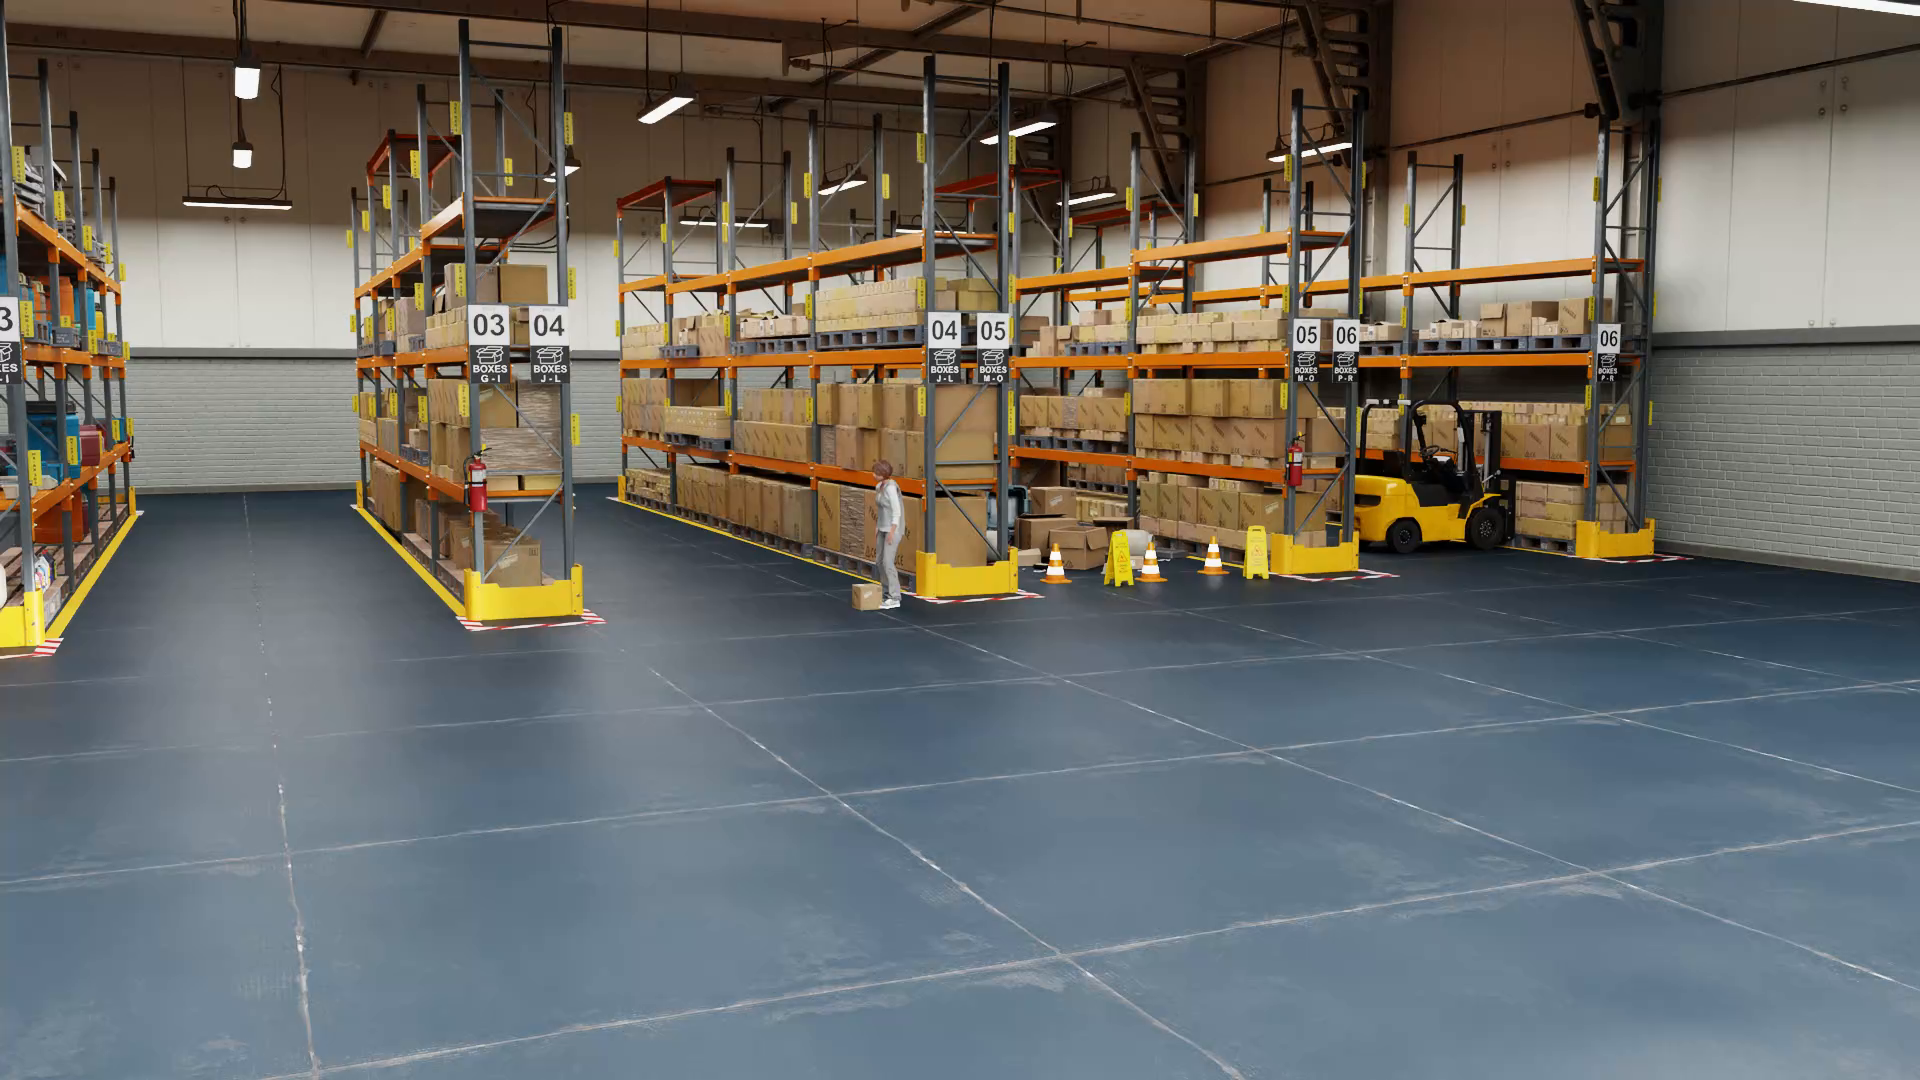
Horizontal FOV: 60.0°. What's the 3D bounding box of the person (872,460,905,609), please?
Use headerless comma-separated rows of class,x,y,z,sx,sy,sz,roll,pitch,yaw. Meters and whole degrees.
person,-0.779,-0.068,17.912,0.346,1.593,0.460,-2,6,-23
